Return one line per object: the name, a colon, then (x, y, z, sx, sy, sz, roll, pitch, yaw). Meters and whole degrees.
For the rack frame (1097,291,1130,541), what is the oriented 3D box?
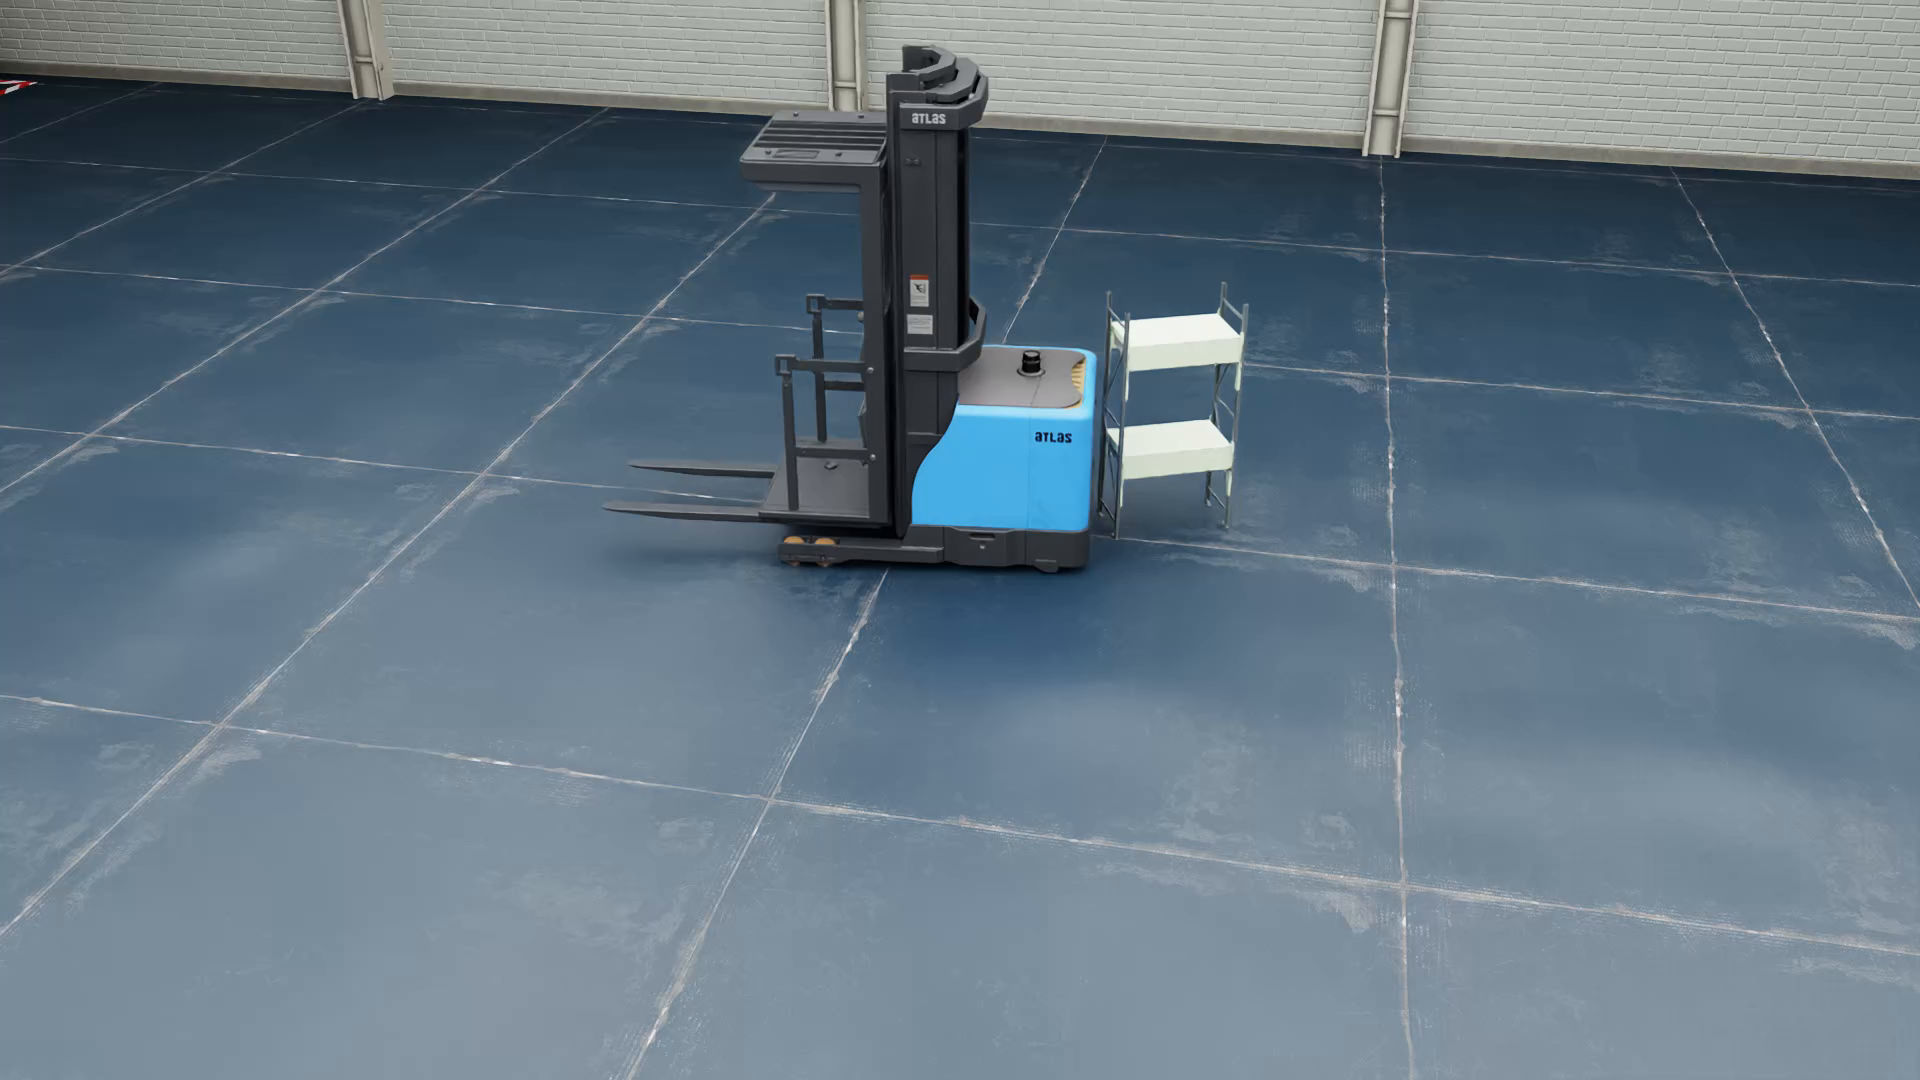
rack frame: (0.939, -0.747, 10.215, 0.023, 1.500, 0.400, -6, 29, -11)

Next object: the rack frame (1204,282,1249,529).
rack frame: (1.654, -0.823, 10.354, 0.023, 1.500, 0.400, -6, 29, -11)

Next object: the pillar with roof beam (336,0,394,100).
pillar with roof beam: (-8.050, -7.346, 14.460, 0.400, 9.000, 9.100, 6, 29, 11)

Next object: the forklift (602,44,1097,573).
forklift: (-0.685, -1.377, 9.874, 3.031, 2.935, 1.130, 3, 29, 5)

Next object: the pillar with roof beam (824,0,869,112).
pillar with roof beam: (-2.183, -6.744, 13.361, 0.400, 9.000, 9.100, 6, 29, 11)

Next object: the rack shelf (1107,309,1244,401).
rack shelf: (1.296, -1.128, 10.097, 0.720, 0.370, 0.431, -6, 29, -11)

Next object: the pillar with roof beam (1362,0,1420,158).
pillar with roof beam: (3.685, -6.143, 12.262, 0.400, 9.000, 9.100, 6, 29, 11)

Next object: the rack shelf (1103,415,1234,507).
rack shelf: (1.296, -0.499, 10.441, 0.720, 0.370, 0.431, -6, 29, -11)

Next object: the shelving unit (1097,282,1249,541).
shelving unit: (1.296, -0.785, 10.285, 0.755, 1.500, 0.431, -6, 29, -11)
